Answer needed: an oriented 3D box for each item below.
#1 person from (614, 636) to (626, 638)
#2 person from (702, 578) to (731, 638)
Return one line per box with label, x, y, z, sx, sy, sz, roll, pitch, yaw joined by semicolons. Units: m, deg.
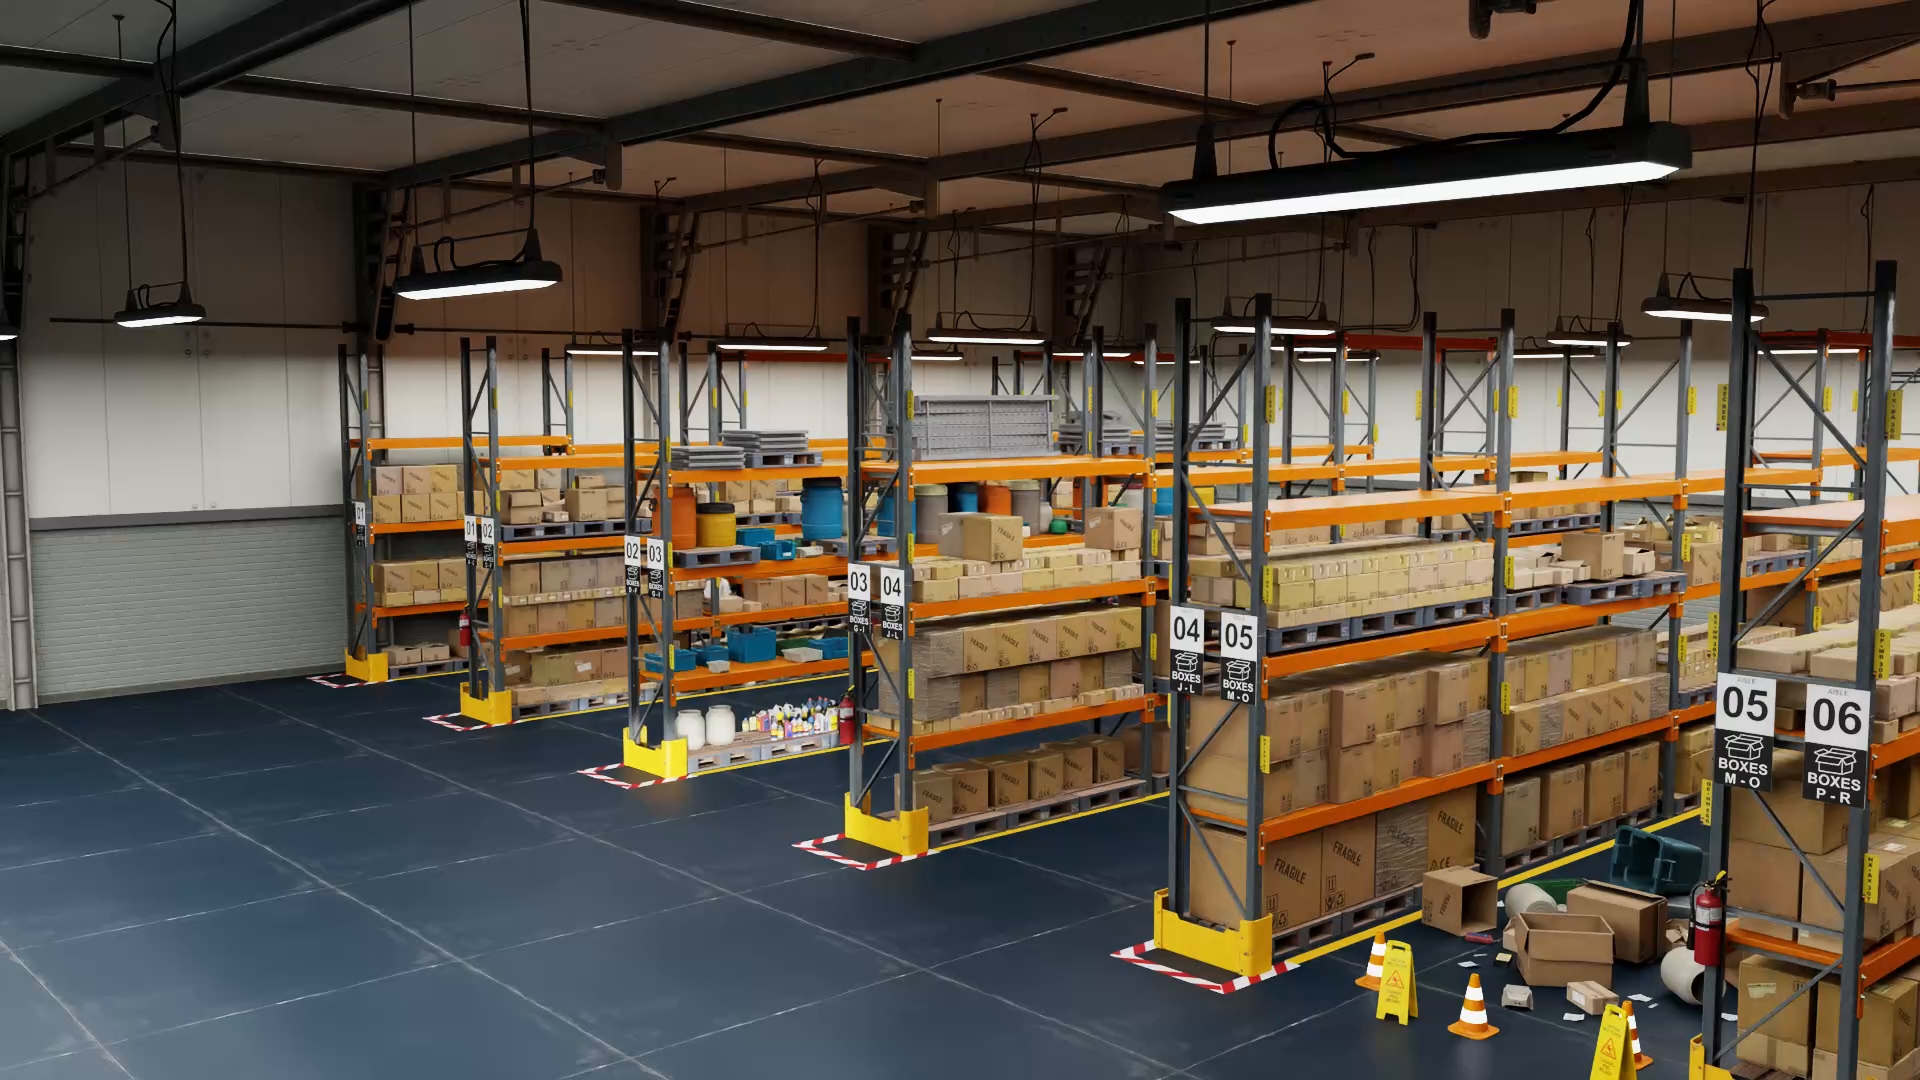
person;-6.077;1.717;29.637;0.470;1.603;0.349;-2;6;-25
person;-4.676;1.413;32.290;0.658;1.823;0.615;0;5;-3
